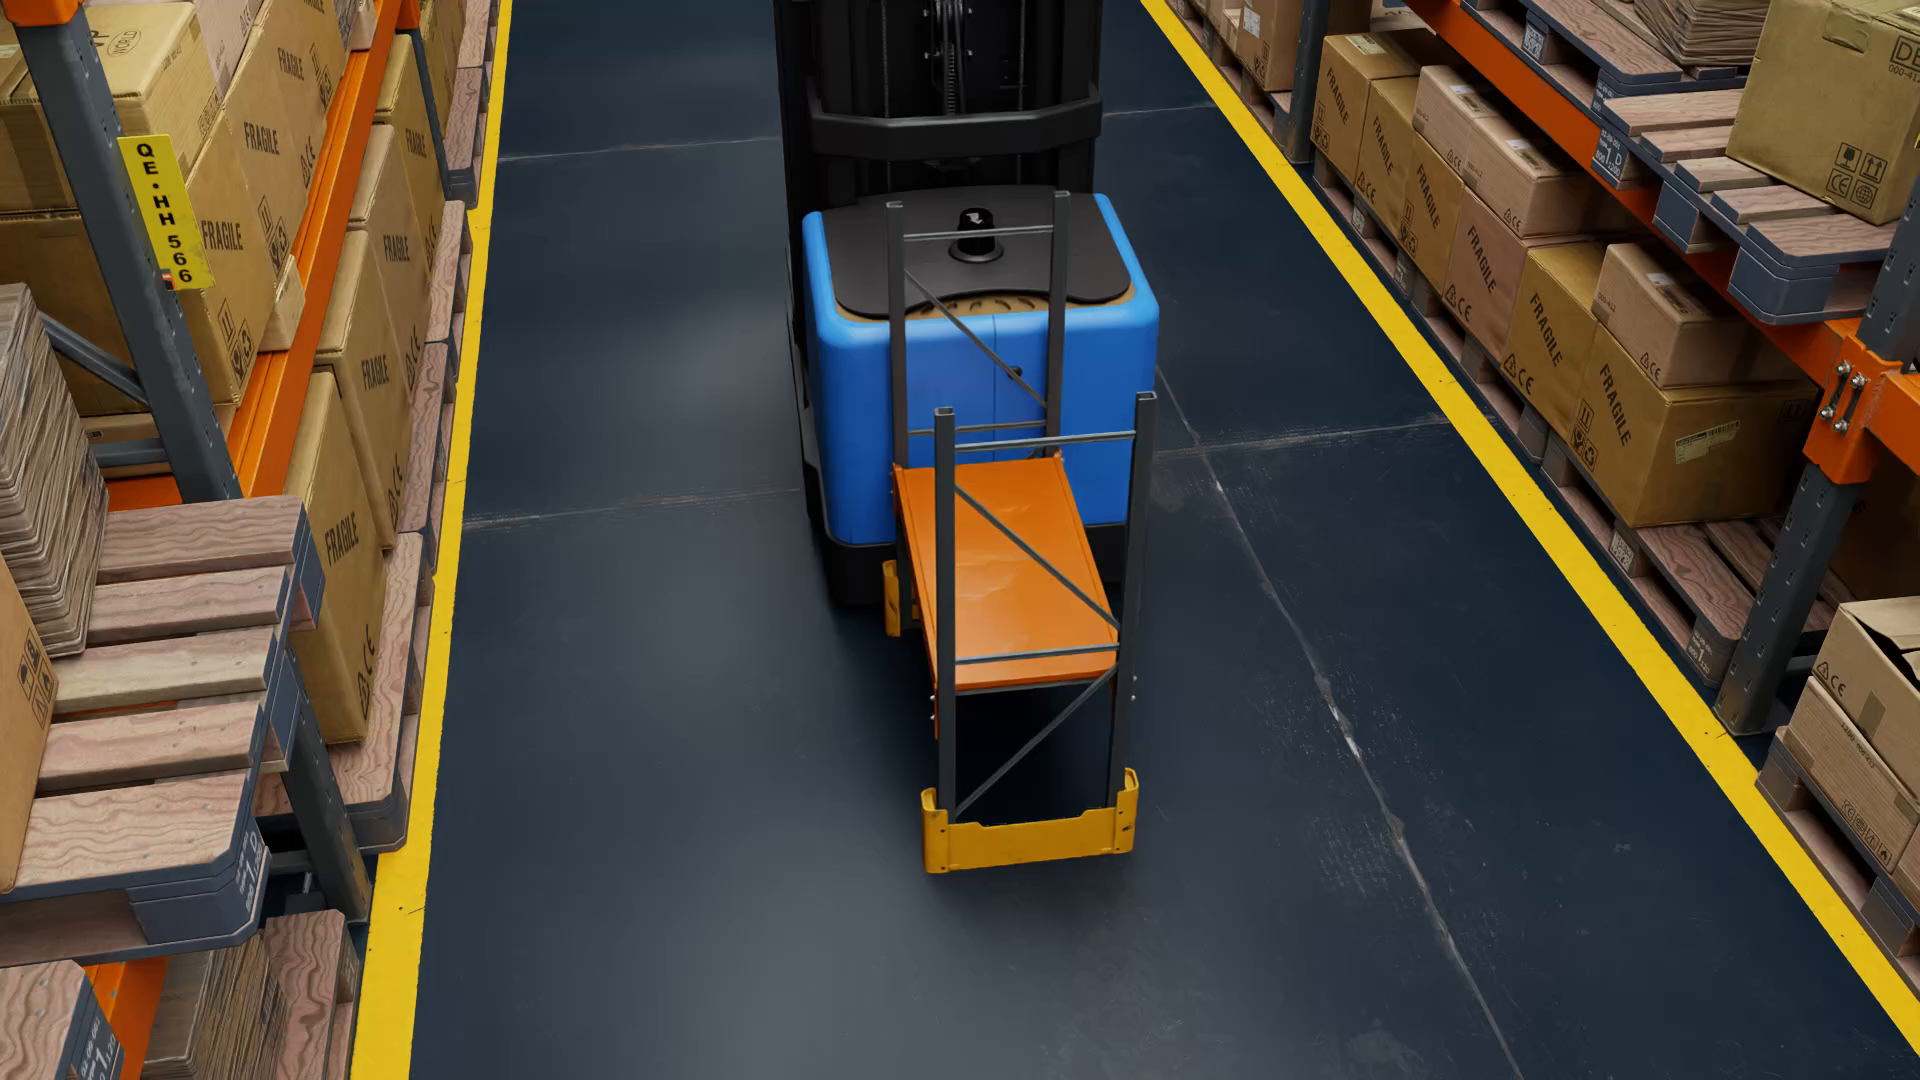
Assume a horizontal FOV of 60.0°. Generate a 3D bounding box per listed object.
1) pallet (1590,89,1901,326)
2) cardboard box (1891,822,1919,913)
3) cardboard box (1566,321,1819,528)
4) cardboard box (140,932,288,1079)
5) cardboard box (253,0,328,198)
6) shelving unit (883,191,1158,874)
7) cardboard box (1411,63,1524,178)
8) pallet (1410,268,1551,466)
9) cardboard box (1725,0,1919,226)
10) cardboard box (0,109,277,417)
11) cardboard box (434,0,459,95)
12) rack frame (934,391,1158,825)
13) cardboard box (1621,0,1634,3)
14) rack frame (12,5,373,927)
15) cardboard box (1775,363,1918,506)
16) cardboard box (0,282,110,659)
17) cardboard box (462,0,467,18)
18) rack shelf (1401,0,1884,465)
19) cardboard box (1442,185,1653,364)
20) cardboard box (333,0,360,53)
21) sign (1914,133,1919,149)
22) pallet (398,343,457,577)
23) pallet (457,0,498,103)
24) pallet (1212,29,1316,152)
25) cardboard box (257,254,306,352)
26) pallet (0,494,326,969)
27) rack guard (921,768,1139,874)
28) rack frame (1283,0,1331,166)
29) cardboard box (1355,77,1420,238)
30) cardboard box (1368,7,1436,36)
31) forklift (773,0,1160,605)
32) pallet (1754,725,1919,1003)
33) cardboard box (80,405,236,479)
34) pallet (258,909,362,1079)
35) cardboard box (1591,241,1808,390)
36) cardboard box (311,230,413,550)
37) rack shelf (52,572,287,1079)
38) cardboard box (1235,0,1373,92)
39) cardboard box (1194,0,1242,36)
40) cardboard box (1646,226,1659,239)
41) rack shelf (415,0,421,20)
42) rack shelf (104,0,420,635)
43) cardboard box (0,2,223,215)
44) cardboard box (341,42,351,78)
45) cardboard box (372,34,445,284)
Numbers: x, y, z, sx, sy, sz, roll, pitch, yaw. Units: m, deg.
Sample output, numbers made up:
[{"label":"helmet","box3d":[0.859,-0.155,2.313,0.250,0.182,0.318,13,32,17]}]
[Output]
[{"label":"pallet","box3d":[2.608,-1.005,4.755,1.213,0.211,1.003,-6,38,-8]},{"label":"cardboard box","box3d":[2.688,0.892,4.055,0.500,0.250,0.500,-7,38,-9]},{"label":"cardboard box","box3d":[2.401,-0.405,5.506,0.500,0.500,0.500,-5,38,-6]},{"label":"cardboard box","box3d":[-1.903,1.099,3.570,0.700,0.500,0.500,-6,38,-7]},{"label":"cardboard box","box3d":[-2.082,-1.247,4.570,0.500,0.500,0.500,-6,38,-8]},{"label":"shelving unit","box3d":[0.120,-0.026,4.561,0.587,1.500,1.083,-5,38,-6]},{"label":"cardboard box","box3d":[2.115,-1.655,6.503,0.500,0.250,0.500,-6,38,-8]},{"label":"pallet","box3d":[2.492,-0.768,6.567,1.003,0.211,1.213,-6,38,-8]},{"label":"cardboard box","box3d":[2.575,-1.253,4.494,0.700,0.500,0.500,-19,42,-23]},{"label":"cardboard box","box3d":[-1.913,-0.630,3.775,0.500,0.500,0.500,-5,38,-7]},{"label":"cardboard box","box3d":[-2.896,-2.505,8.225,0.700,0.500,0.500,-7,38,-8]},{"label":"rack frame","box3d":[0.192,0.288,4.157,0.500,1.500,0.032,-5,38,-6]},{"label":"cardboard box","box3d":[2.465,-2.240,5.764,0.700,0.500,0.500,-16,41,-19]},{"label":"rack frame","box3d":[-2.080,-0.144,3.490,1.000,3.000,0.127,-6,38,-8]},{"label":"cardboard box","box3d":[2.900,-0.487,5.611,0.500,0.500,0.500,-8,38,-10]},{"label":"cardboard box","box3d":[-1.988,-0.074,2.961,0.700,0.500,0.500,-11,39,-13]},{"label":"cardboard box","box3d":[-3.085,-3.137,9.038,0.700,0.500,0.500,-7,38,-9]},{"label":"rack shelf","box3d":[2.446,-1.603,5.955,1.077,0.370,4.000,-6,38,-8]},{"label":"cardboard box","box3d":[2.213,-1.034,6.315,0.500,0.500,0.500,-8,38,-10]},{"label":"cardboard box","box3d":[-2.273,-1.862,5.361,0.500,0.500,0.500,-6,38,-8]},{"label":"sign","box3d":[2.264,-1.041,3.766,0.100,0.325,0.005,-6,38,-8]},{"label":"pallet","box3d":[-2.355,-0.262,5.916,1.003,0.211,1.213,-6,38,-8]},{"label":"pallet","box3d":[-3.055,-2.665,9.008,1.003,0.211,1.213,-6,38,-8]},{"label":"pallet","box3d":[1.975,-2.409,8.679,1.003,0.211,1.213,-6,38,-8]},{"label":"cardboard box","box3d":[-1.909,-0.599,4.265,0.380,0.149,0.250,-5,38,-7]},{"label":"pallet","box3d":[-1.850,0.351,3.010,1.213,0.211,1.003,-6,38,-8]},{"label":"rack guard","box3d":[0.189,0.770,4.555,0.587,0.250,0.087,-5,38,-6]},{"label":"rack frame","box3d":[2.095,-3.095,7.289,1.000,3.000,0.127,-6,38,-8]},{"label":"cardboard box","box3d":[2.044,-1.642,7.098,0.500,0.500,0.500,-6,38,-7]},{"label":"cardboard box","box3d":[2.234,-2.484,8.335,0.500,0.311,0.500,-6,38,-8]},{"label":"forklift","box3d":[-0.106,-1.846,5.737,1.130,2.935,3.031,-5,38,-6]},{"label":"pallet","box3d":[2.902,0.924,4.389,1.003,0.211,1.213,-6,38,-8]},{"label":"cardboard box","box3d":[-1.910,-0.276,3.849,0.380,0.149,0.250,-7,38,-9]},{"label":"pallet","box3d":[-1.945,1.429,3.738,1.003,0.211,1.213,-6,38,-8]},{"label":"cardboard box","box3d":[2.387,-0.735,5.319,0.500,0.250,0.500,-5,38,-6]},{"label":"cardboard box","box3d":[-2.227,-0.449,5.293,0.750,0.750,0.750,-6,38,-8]},{"label":"rack shelf","box3d":[-1.729,1.348,2.156,1.077,0.370,4.000,-6,38,-8]},{"label":"cardboard box","box3d":[1.716,-2.595,8.324,0.500,0.500,0.500,-6,38,-8]},{"label":"cardboard box","box3d":[1.584,-2.974,8.966,0.500,0.311,0.500,-6,38,-8]},{"label":"cardboard box","box3d":[2.721,-1.105,6.406,0.500,0.500,0.500,-7,38,-9]},{"label":"rack shelf","box3d":[-3.132,-3.484,8.376,1.077,0.370,4.000,-6,38,-8]},{"label":"rack shelf","box3d":[-2.431,-1.068,5.266,1.077,0.370,4.000,-6,38,-8]},{"label":"cardboard box","box3d":[-1.911,-0.924,3.543,0.500,0.250,0.500,-5,38,-7]},{"label":"cardboard box","box3d":[-2.293,-1.676,5.650,0.380,0.149,0.250,-6,38,-8]},{"label":"cardboard box","box3d":[-2.539,-1.498,6.643,0.750,0.750,0.750,-6,38,-7]}]
